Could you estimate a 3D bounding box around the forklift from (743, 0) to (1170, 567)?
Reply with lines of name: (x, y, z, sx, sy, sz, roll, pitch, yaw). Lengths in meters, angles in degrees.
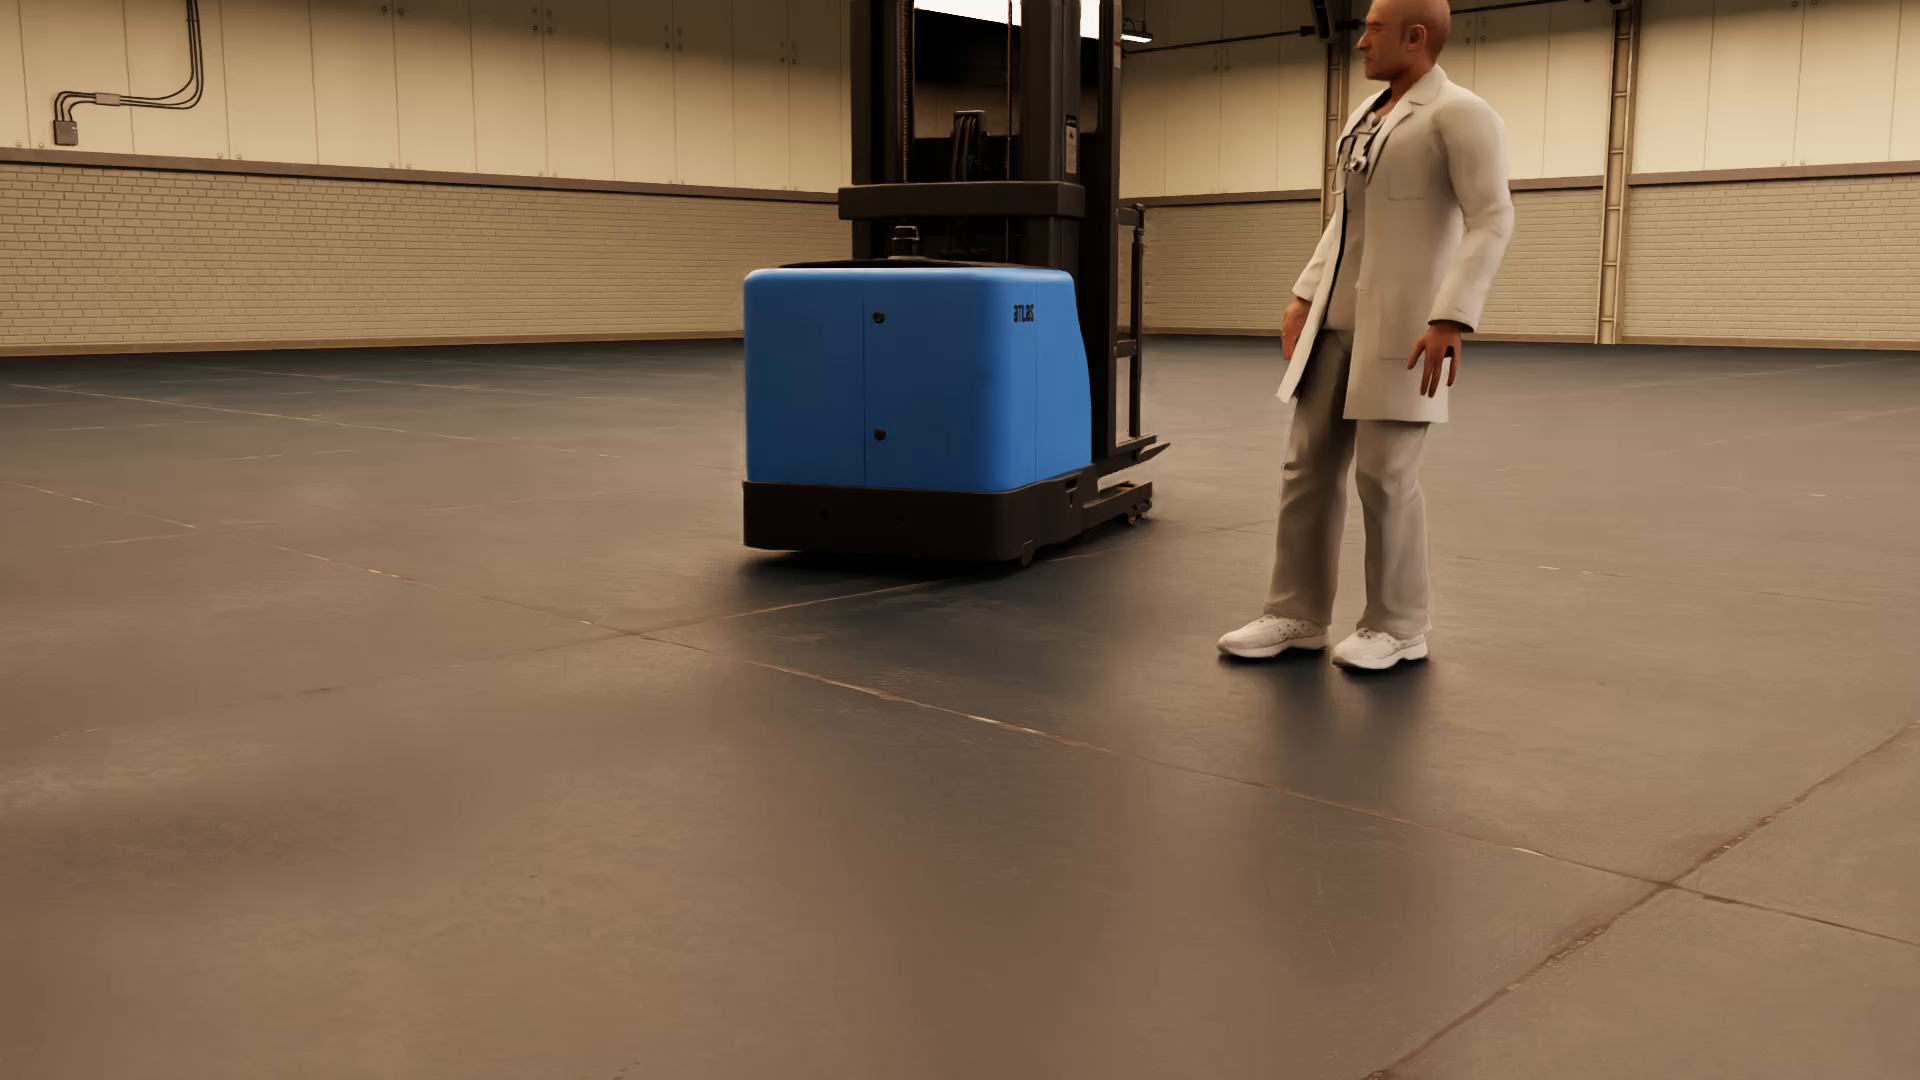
forklift: (0.210, -1.536, 7.072, 1.130, 2.935, 3.031, 3, 9, 21)

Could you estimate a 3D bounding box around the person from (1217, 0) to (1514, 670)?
person: (1.037, -0.545, 4.376, 0.562, 1.776, 0.755, -4, 10, -27)
